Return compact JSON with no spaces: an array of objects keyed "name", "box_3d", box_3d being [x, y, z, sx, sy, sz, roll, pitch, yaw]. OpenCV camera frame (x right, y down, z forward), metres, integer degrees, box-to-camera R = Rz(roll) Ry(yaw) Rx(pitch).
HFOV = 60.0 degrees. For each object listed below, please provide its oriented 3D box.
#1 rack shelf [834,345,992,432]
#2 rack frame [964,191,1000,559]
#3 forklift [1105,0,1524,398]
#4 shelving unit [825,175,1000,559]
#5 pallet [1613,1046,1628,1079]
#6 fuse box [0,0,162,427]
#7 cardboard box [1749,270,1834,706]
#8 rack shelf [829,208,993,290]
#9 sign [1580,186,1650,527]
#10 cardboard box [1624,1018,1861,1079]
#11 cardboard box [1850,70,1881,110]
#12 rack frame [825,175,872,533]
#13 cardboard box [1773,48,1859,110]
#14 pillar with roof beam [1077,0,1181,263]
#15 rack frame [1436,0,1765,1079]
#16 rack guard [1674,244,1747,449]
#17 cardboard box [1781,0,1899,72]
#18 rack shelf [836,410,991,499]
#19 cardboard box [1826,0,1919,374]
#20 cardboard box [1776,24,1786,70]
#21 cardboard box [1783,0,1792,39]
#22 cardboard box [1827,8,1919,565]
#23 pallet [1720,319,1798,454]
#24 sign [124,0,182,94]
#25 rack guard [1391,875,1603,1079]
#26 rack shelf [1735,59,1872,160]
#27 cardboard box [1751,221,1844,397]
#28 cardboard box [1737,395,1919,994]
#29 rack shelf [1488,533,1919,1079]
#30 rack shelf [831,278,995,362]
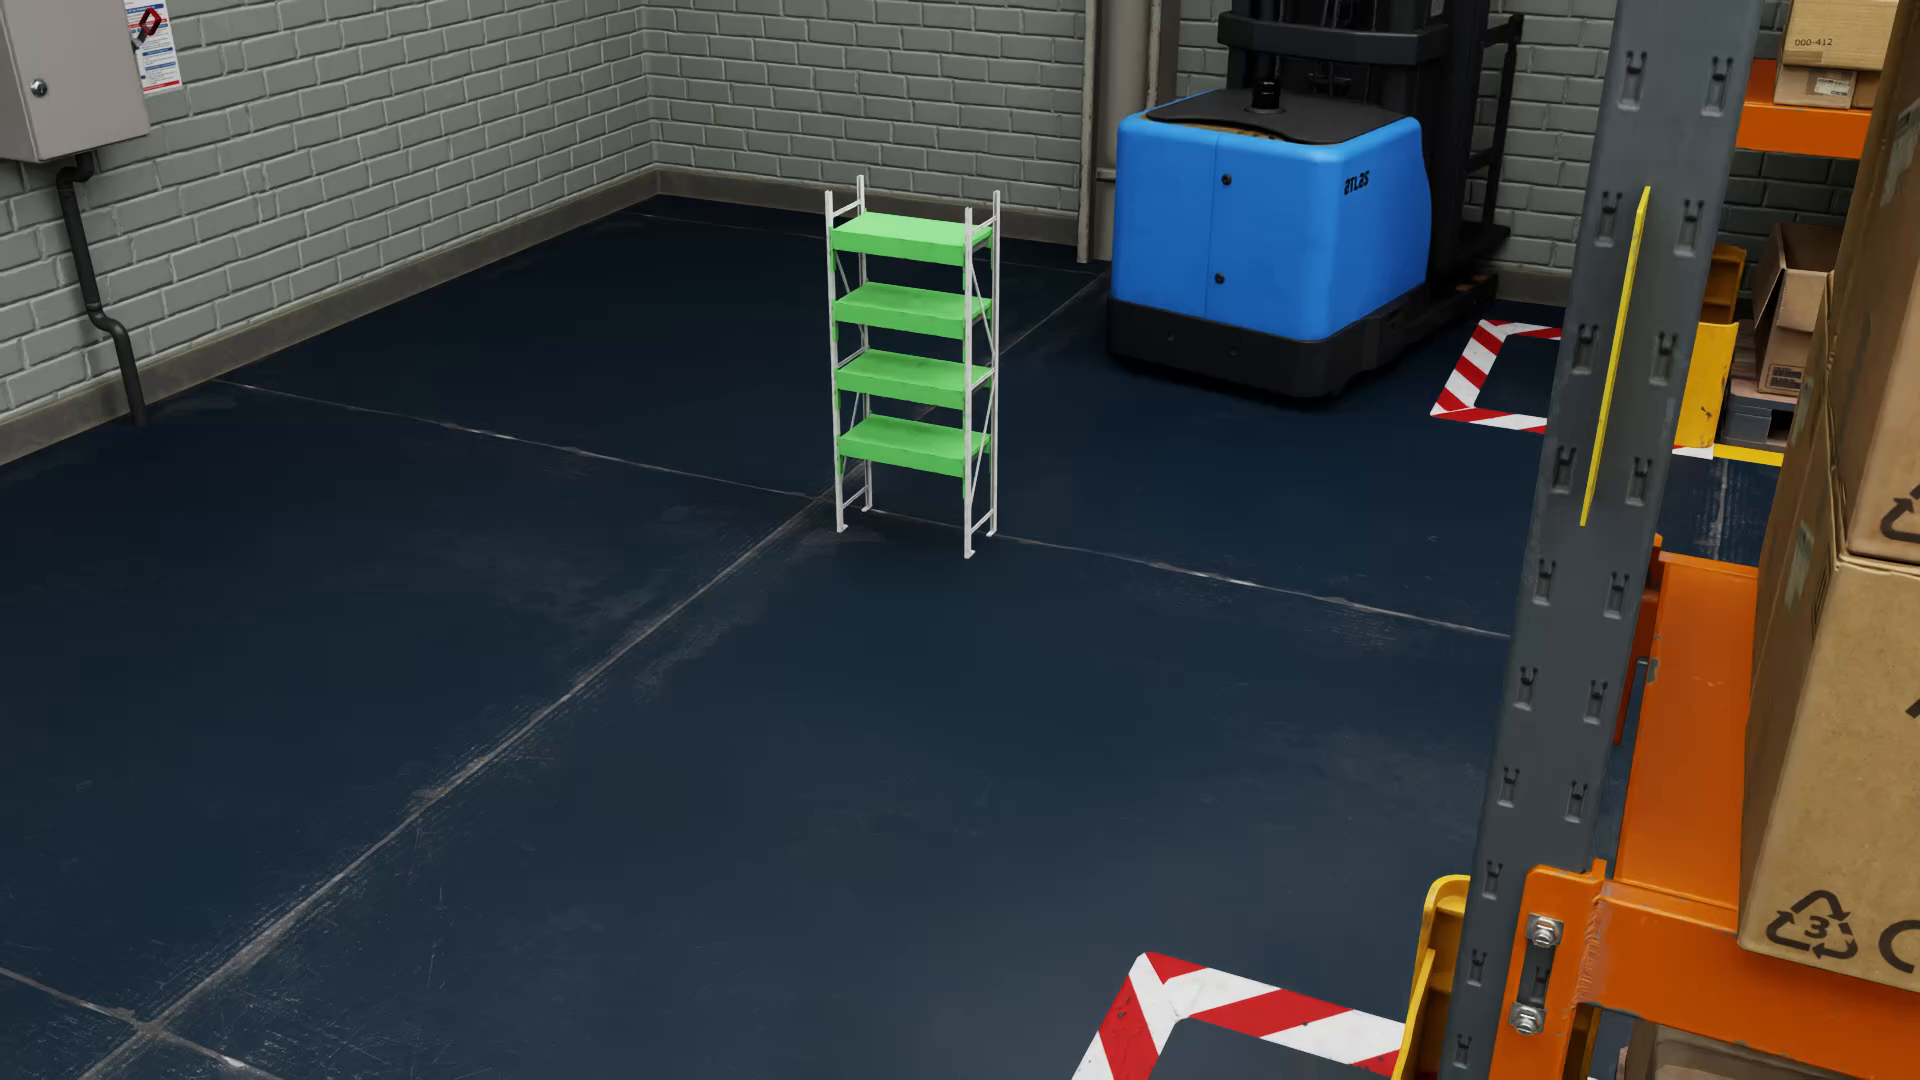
[{"name":"rack shelf","box_3d":[-0.151,-0.511,5.575,0.480,0.148,0.258,11,28,22]},{"name":"rack frame","box_3d":[0.071,-0.524,5.456,0.015,1.200,0.240,11,28,22]},{"name":"forklift","box_3d":[1.936,-2.479,7.466,1.130,2.935,3.031,19,32,33]},{"name":"shelving unit","box_3d":[-0.151,-0.569,5.546,0.503,1.200,0.258,11,28,22]},{"name":"pallet","box_3d":[1.643,1.390,2.688,1.213,0.211,1.003,11,28,22]},{"name":"fuse box","box_3d":[-3.257,-1.238,6.326,0.414,1.711,0.539,11,28,22]},{"name":"cardboard box","box_3d":[1.431,-0.039,2.320,0.500,0.500,0.500,12,28,22]},{"name":"rack shelf","box_3d":[-0.151,-0.942,5.363,0.480,0.148,0.258,11,28,22]},{"name":"sign","box_3d":[0.648,-0.178,1.646,0.005,0.325,0.100,11,28,22]},{"name":"cardboard box","box_3d":[1.525,1.066,2.615,0.875,0.438,0.875,10,28,20]},{"name":"cardboard box","box_3d":[3.370,-1.662,6.013,0.250,0.149,0.380,12,29,23]},{"name":"rack frame","box_3d":[-0.373,-0.613,5.637,0.015,1.200,0.240,11,28,22]},{"name":"cardboard box","box_3d":[3.120,-1.689,6.070,0.250,0.149,0.380,11,28,21]},{"name":"pillar with roof beam","box_3d":[-0.929,-3.788,3.257,0.400,9.000,9.100,11,28,22]},{"name":"rack frame","box_3d":[0.884,0.023,2.308,0.053,2.616,0.949,11,28,22]},{"name":"rack guard","box_3d":[3.003,-0.837,6.884,0.348,0.500,1.175,11,28,22]},{"name":"cardboard box","box_3d":[3.236,-1.847,5.939,0.500,0.250,0.500,12,28,22]},{"name":"rack shelf","box_3d":[-0.151,-0.296,5.681,0.480,0.148,0.258,11,28,22]},{"name":"cardboard box","box_3d":[1.420,-0.477,2.078,0.500,0.500,0.500,12,29,23]},{"name":"cardboard box","box_3d":[3.347,-1.907,6.512,0.250,0.149,0.380,11,28,21]},{"name":"cardboard box","box_3d":[3.463,-2.061,6.374,0.500,0.250,0.500,12,29,23]},{"name":"cardboard box","box_3d":[1.202,-0.267,1.652,0.500,0.500,0.500,11,28,21]},{"name":"pallet","box_3d":[3.729,-0.562,6.653,1.213,0.211,1.003,11,28,22]},{"name":"sign","box_3d":[-3.242,-2.009,6.543,0.001,0.494,0.329,11,28,22]},{"name":"rack guard","box_3d":[0.861,1.141,2.866,0.348,0.500,1.175,11,28,22]},{"name":"rack shelf","box_3d":[4.755,-1.284,5.777,4.000,0.370,1.077,11,28,22]},{"name":"cardboard box","box_3d":[3.452,-0.891,6.515,0.637,0.503,0.797,10,28,20]},{"name":"cardboard box","box_3d":[1.201,0.182,1.871,0.500,0.500,0.500,11,28,21]},{"name":"rack shelf","box_3d":[2.703,0.712,1.722,4.000,0.370,1.077,11,28,22]},{"name":"rack shelf","box_3d":[-0.151,-0.727,5.469,0.480,0.148,0.258,11,28,22]}]
